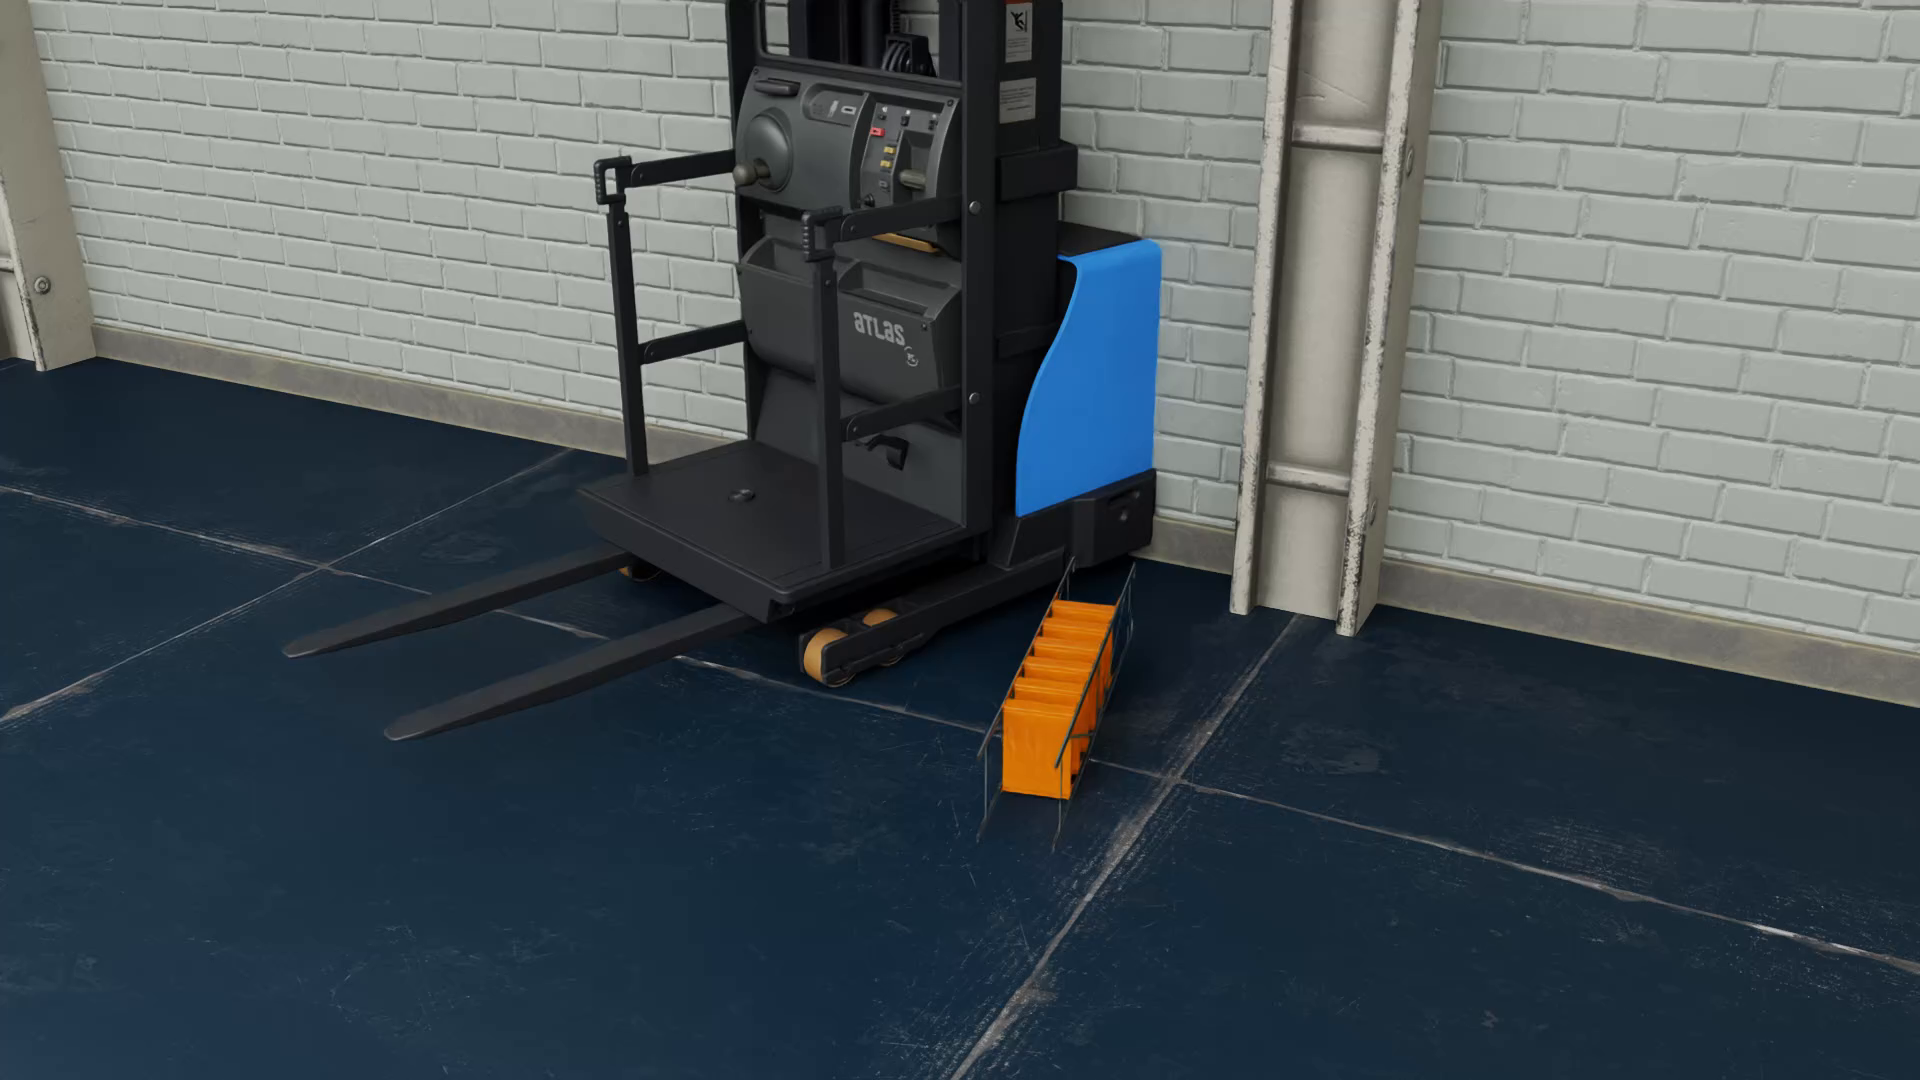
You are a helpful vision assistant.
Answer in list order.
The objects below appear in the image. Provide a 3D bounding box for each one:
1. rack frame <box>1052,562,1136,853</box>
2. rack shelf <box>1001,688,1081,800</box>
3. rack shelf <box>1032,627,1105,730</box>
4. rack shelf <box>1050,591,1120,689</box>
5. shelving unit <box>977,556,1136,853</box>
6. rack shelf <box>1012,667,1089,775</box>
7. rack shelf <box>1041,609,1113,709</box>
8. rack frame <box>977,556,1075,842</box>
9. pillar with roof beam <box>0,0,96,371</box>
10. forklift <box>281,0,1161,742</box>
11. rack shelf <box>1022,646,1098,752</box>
[{"bbox_3d":[0.369,0.403,4.427,0.006,0.240,1.200,6,24,13],"label":"rack frame"},{"bbox_3d":[0.202,0.514,4.166,0.180,0.258,0.103,6,24,13],"label":"rack shelf"},{"bbox_3d":[0.291,0.377,4.487,0.180,0.258,0.103,6,24,13],"label":"rack shelf"},{"bbox_3d":[0.350,0.286,4.701,0.180,0.258,0.103,6,24,13],"label":"rack shelf"},{"bbox_3d":[0.280,0.394,4.448,0.189,0.258,1.200,6,24,13],"label":"shelving unit"},{"bbox_3d":[0.231,0.468,4.273,0.180,0.258,0.103,6,24,13],"label":"rack shelf"},{"bbox_3d":[0.321,0.332,4.594,0.180,0.258,0.103,6,24,13],"label":"rack shelf"},{"bbox_3d":[0.191,0.385,4.468,0.006,0.240,1.200,6,24,13],"label":"rack frame"},{"bbox_3d":[-6.207,-3.491,2.459,0.400,9.000,9.100,11,25,25],"label":"pillar with roof beam"},{"bbox_3d":[-0.499,-1.157,4.724,3.031,2.935,1.130,-20,30,-39],"label":"forklift"},{"bbox_3d":[0.261,0.423,4.380,0.180,0.258,0.103,6,24,13],"label":"rack shelf"}]
